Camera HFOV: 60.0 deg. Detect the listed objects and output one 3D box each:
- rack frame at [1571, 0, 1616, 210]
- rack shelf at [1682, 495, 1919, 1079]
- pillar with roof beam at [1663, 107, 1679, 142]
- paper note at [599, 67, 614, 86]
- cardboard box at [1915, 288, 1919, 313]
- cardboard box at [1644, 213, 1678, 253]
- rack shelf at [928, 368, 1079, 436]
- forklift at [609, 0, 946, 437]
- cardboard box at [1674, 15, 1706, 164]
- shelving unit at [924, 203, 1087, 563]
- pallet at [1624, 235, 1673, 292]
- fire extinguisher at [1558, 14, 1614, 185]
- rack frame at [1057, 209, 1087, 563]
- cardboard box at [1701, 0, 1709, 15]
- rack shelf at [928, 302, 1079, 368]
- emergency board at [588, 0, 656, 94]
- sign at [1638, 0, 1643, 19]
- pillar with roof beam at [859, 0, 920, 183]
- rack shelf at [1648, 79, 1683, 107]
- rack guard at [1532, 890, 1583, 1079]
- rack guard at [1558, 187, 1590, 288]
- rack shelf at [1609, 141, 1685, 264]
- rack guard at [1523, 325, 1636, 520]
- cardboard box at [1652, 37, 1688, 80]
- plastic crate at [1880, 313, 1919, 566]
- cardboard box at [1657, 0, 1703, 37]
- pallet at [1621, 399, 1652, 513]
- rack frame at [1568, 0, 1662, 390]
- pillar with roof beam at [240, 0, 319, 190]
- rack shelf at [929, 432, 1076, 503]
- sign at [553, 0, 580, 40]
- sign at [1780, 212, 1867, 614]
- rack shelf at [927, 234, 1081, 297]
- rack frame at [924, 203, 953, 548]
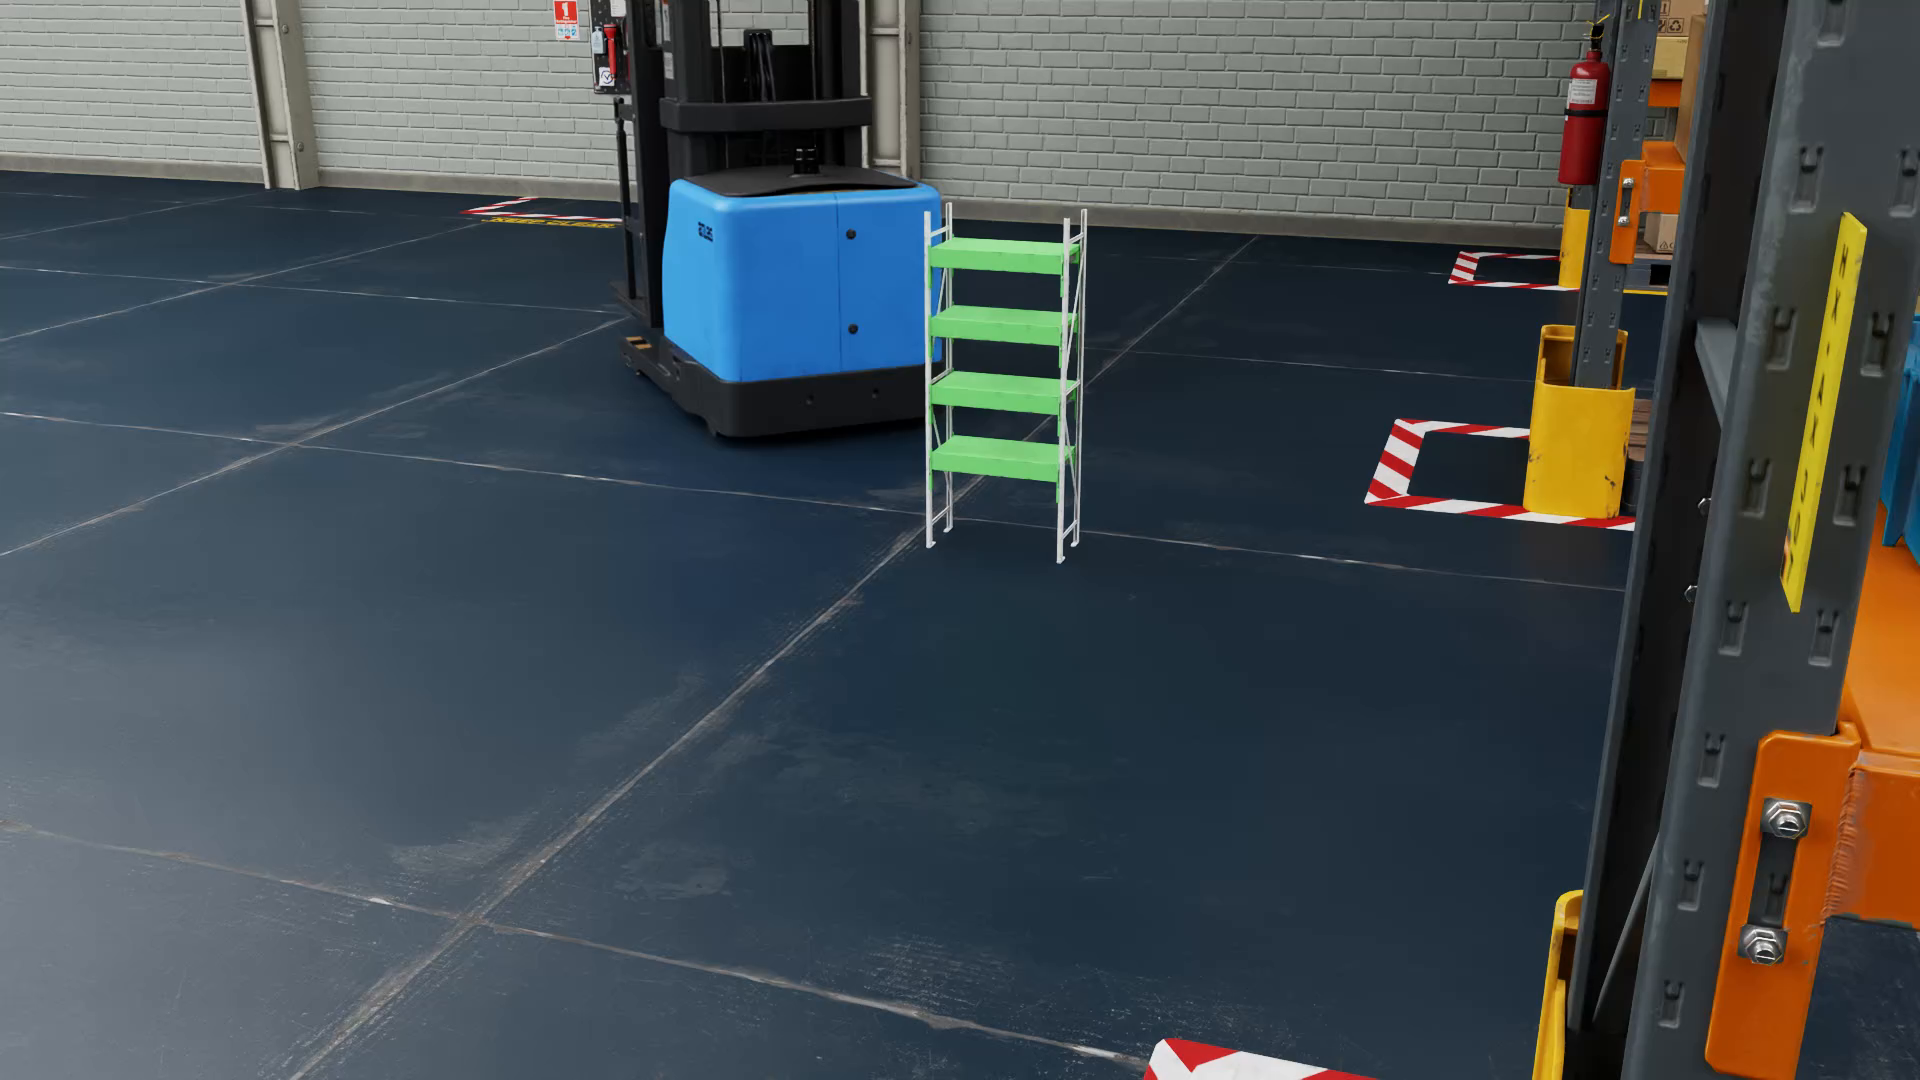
[{"bbox_3d":[4.161,-3.226,10.773,0.127,3.000,1.000,7,20,18],"label":"rack frame"},{"bbox_3d":[2.799,0.410,1.435,4.000,0.370,1.077,7,20,18],"label":"rack shelf"},{"bbox_3d":[3.693,-4.914,6.501,0.400,9.000,9.100,7,20,18],"label":"pillar with roof beam"},{"bbox_3d":[-3.028,-3.971,14.249,0.142,0.148,0.016,7,20,18],"label":"paper note"},{"bbox_3d":[3.445,-0.759,6.096,0.500,0.500,0.500,7,20,18],"label":"cardboard box"},{"bbox_3d":[4.785,-2.061,10.849,0.500,0.311,0.500,4,20,12],"label":"cardboard box"},{"bbox_3d":[0.156,-0.488,5.848,0.480,0.148,0.258,7,20,18],"label":"rack shelf"},{"bbox_3d":[-1.124,-2.269,8.132,1.130,2.935,3.031,-8,21,-22],"label":"forklift"},{"bbox_3d":[2.976,-1.678,6.181,0.500,0.500,0.700,7,20,18],"label":"cardboard box"},{"bbox_3d":[0.156,-0.549,5.827,0.503,1.200,0.258,7,20,18],"label":"shelving unit"},{"bbox_3d":[4.989,-1.802,10.926,1.213,0.211,1.003,7,20,18],"label":"pallet"},{"bbox_3d":[2.580,-1.806,6.817,0.183,0.674,0.296,7,20,18],"label":"fire extinguisher"},{"bbox_3d":[0.387,-0.522,5.752,0.015,1.200,0.240,7,20,18],"label":"rack frame"},{"bbox_3d":[2.962,-2.057,6.282,0.250,0.149,0.380,6,20,17],"label":"cardboard box"},{"bbox_3d":[0.156,-0.715,5.769,0.480,0.148,0.258,7,20,18],"label":"rack shelf"},{"bbox_3d":[-2.883,-4.346,13.987,0.643,1.169,0.194,7,20,18],"label":"emergency board"},{"bbox_3d":[2.351,-1.960,5.705,0.005,0.325,0.100,7,20,18],"label":"sign"},{"bbox_3d":[-1.974,-5.562,8.360,0.400,9.000,9.100,7,20,18],"label":"pillar with roof beam"},{"bbox_3d":[6.050,-2.670,10.272,4.000,0.370,1.077,7,20,18],"label":"rack shelf"},{"bbox_3d":[0.997,1.028,2.366,0.348,0.500,1.175,7,20,18],"label":"rack guard"},{"bbox_3d":[4.233,-2.037,11.161,0.348,0.500,1.175,7,20,18],"label":"rack guard"},{"bbox_3d":[4.428,-1.130,5.852,4.000,0.370,1.077,7,20,18],"label":"rack shelf"},{"bbox_3d":[2.516,-0.507,6.773,0.348,0.500,1.175,7,20,18],"label":"rack guard"},{"bbox_3d":[4.518,-3.013,10.360,0.500,0.250,0.500,6,20,16],"label":"cardboard box"},{"bbox_3d":[1.481,-0.114,2.073,0.616,0.251,0.499,7,20,18],"label":"plastic crate"},{"bbox_3d":[4.513,-3.374,10.255,0.500,0.500,0.500,7,20,18],"label":"cardboard box"},{"bbox_3d":[3.275,-0.299,6.613,1.213,0.211,1.003,7,20,18],"label":"pallet"},{"bbox_3d":[2.539,-1.685,6.354,0.127,3.000,1.000,7,20,18],"label":"rack frame"},{"bbox_3d":[-7.642,-6.210,10.219,0.400,9.000,9.100,7,20,18],"label":"pillar with roof beam"},{"bbox_3d":[0.156,-0.262,5.927,0.480,0.148,0.258,7,20,18],"label":"rack shelf"},{"bbox_3d":[-3.372,-4.455,14.245,0.234,0.329,0.001,7,20,18],"label":"sign"},{"bbox_3d":[0.725,-0.106,1.402,0.005,0.325,0.100,7,20,18],"label":"sign"},{"bbox_3d":[0.156,-0.942,5.690,0.480,0.148,0.258,7,20,18],"label":"rack shelf"},{"bbox_3d":[-0.074,-0.575,5.903,0.015,1.200,0.240,7,20,18],"label":"rack frame"}]
